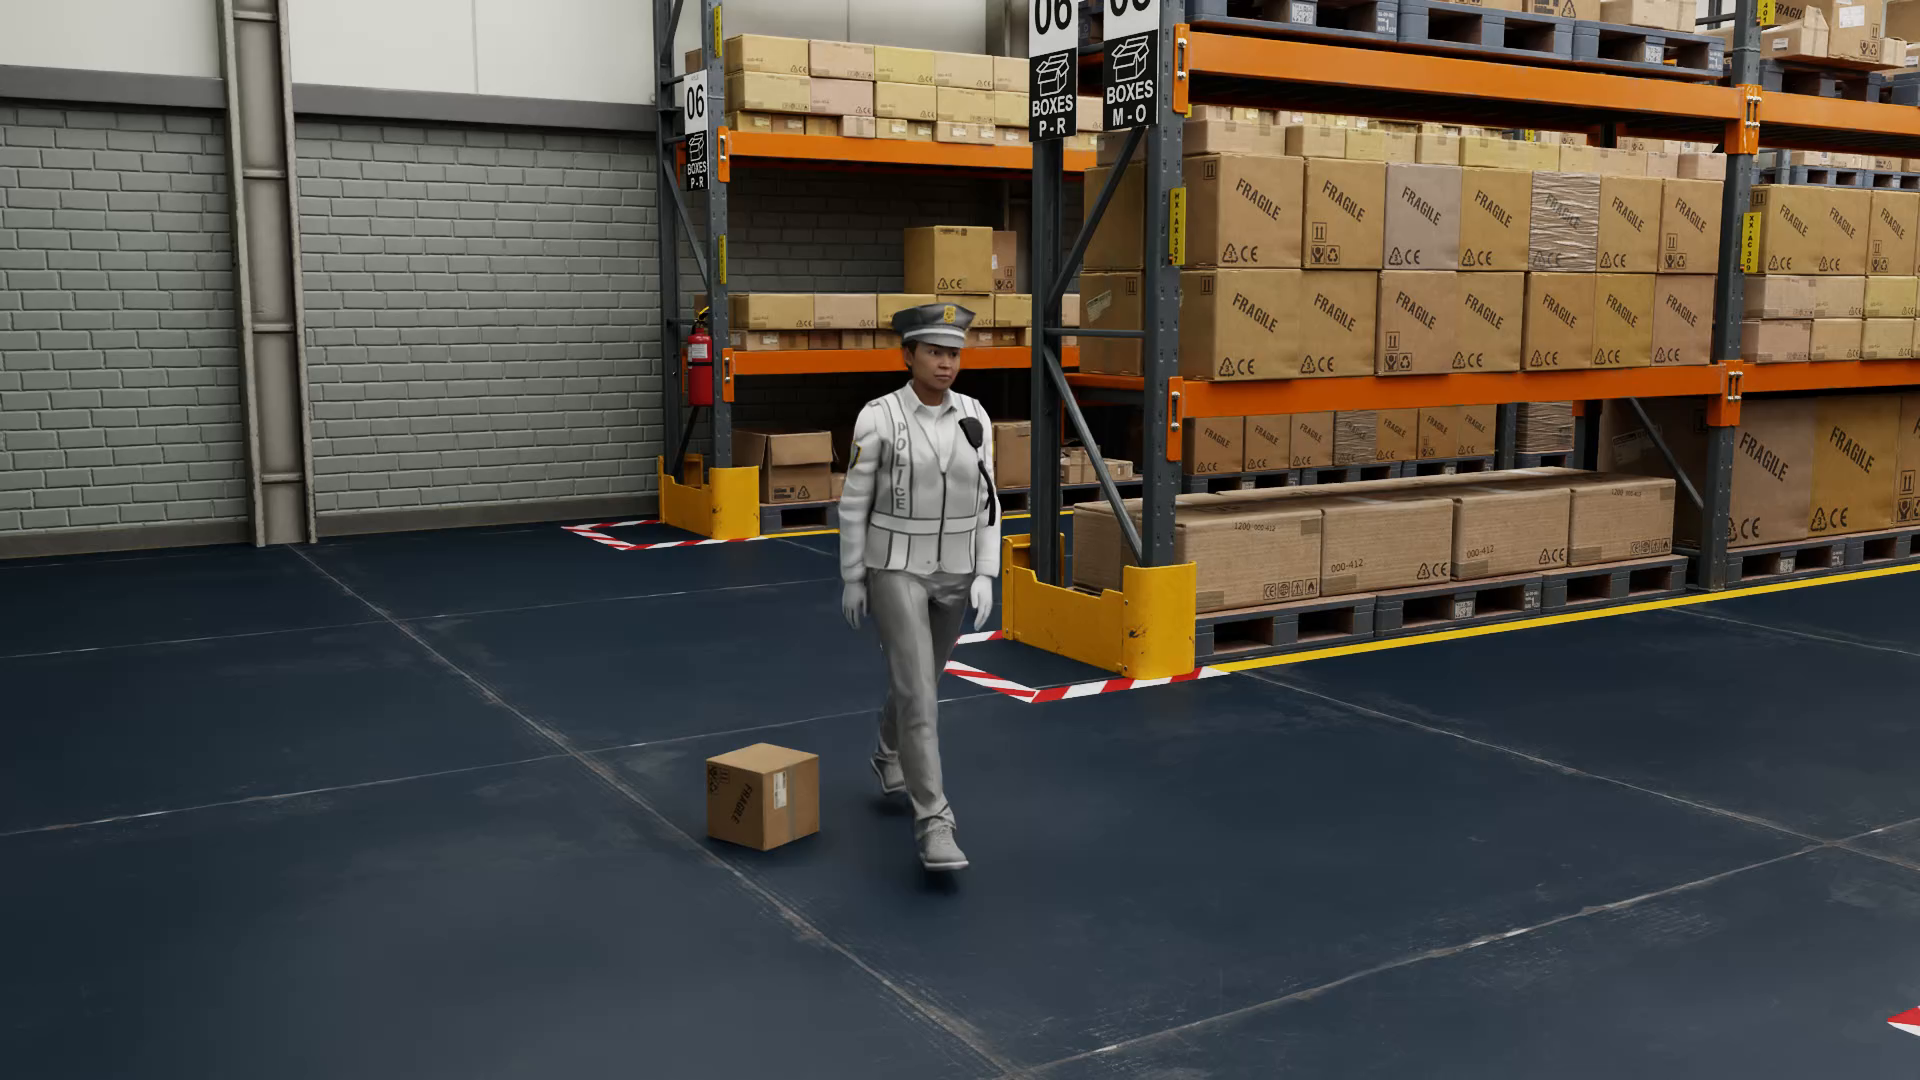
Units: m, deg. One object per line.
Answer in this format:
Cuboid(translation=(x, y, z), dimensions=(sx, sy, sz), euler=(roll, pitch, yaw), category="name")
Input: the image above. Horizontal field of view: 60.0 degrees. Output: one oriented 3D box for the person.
Cuboid(translation=(-0.105, 0.098, 5.064), dimensions=(0.487, 1.631, 0.975), euler=(-4, 9, -28), category="person")
